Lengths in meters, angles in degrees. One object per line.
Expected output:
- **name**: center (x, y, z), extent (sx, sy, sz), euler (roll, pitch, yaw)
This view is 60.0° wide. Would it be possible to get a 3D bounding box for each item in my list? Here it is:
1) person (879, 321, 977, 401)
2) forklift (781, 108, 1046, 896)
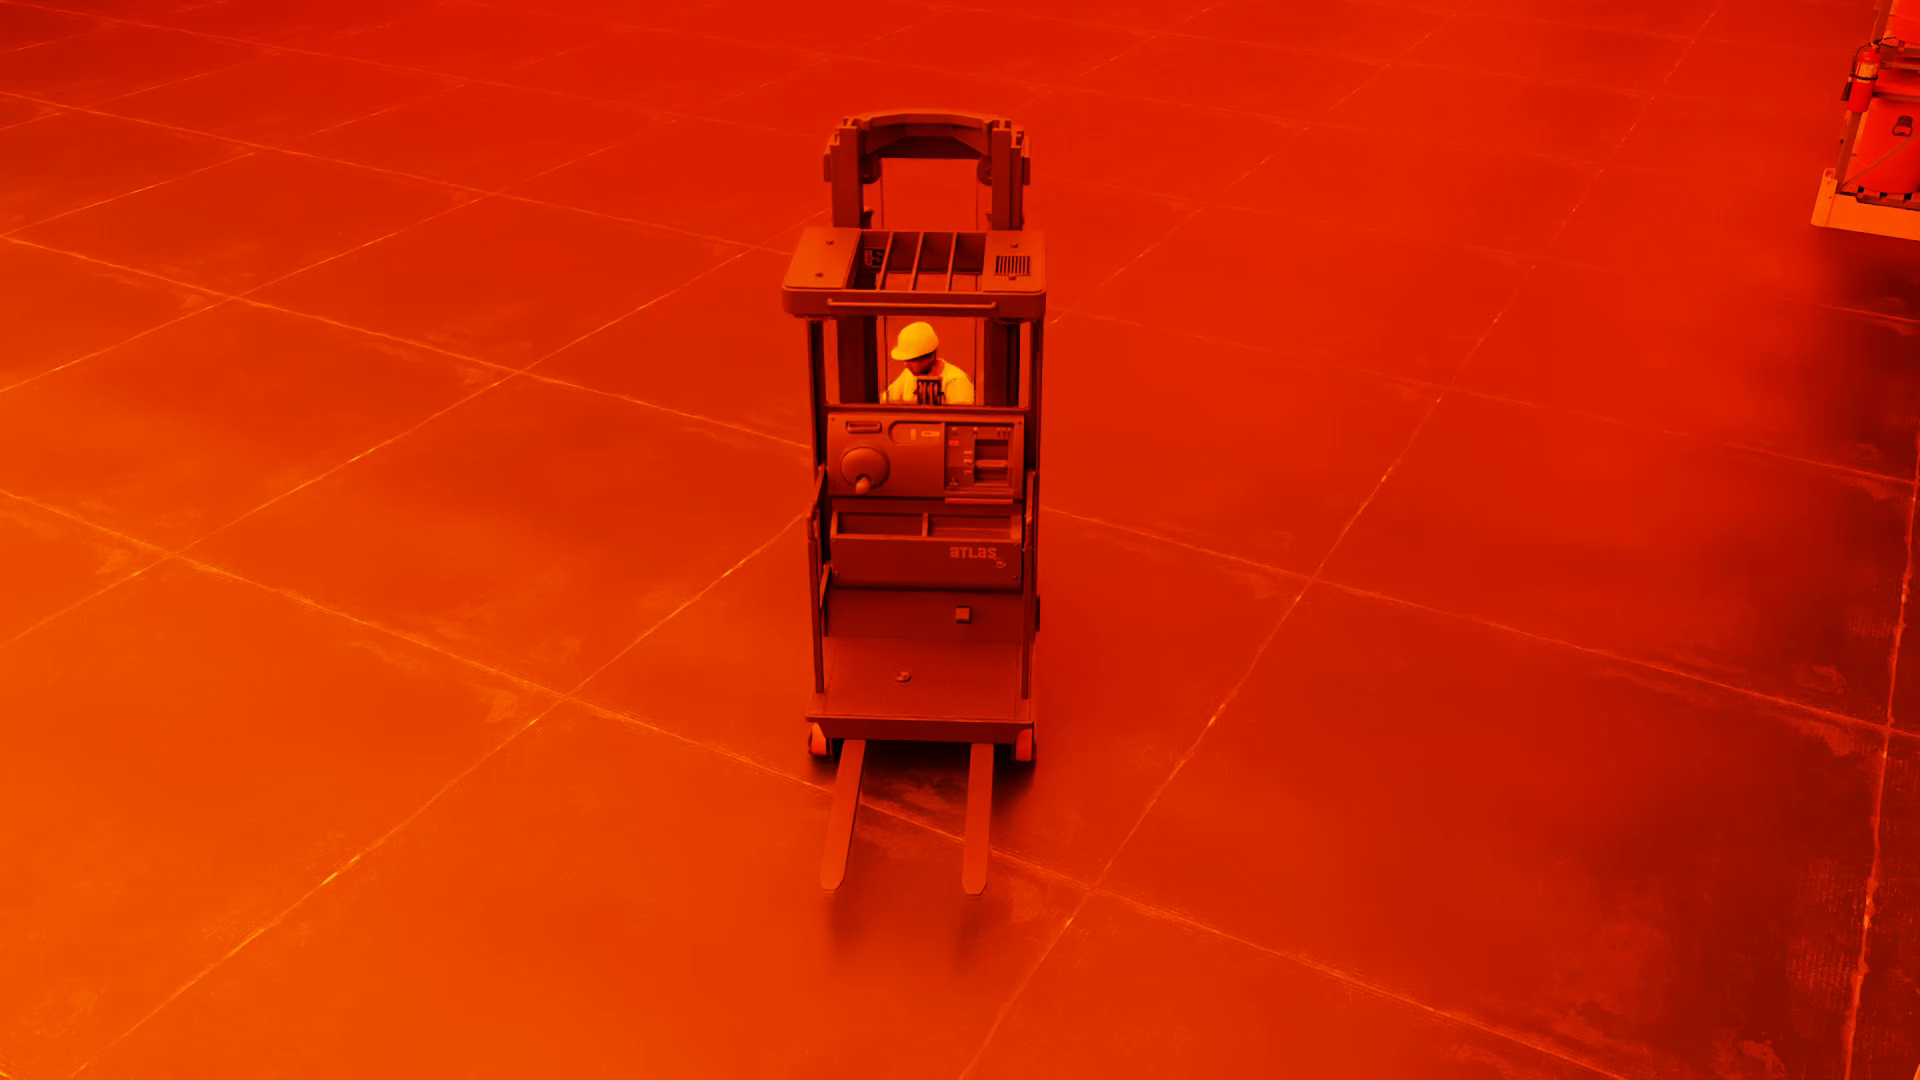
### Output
- **person**: center (-0.280, -0.385, 9.077), extent (0.756, 1.606, 0.929), euler (-20, 35, -31)
- **forklift**: center (-0.170, -0.352, 7.681), extent (1.130, 2.935, 3.031), euler (1, 30, 2)
